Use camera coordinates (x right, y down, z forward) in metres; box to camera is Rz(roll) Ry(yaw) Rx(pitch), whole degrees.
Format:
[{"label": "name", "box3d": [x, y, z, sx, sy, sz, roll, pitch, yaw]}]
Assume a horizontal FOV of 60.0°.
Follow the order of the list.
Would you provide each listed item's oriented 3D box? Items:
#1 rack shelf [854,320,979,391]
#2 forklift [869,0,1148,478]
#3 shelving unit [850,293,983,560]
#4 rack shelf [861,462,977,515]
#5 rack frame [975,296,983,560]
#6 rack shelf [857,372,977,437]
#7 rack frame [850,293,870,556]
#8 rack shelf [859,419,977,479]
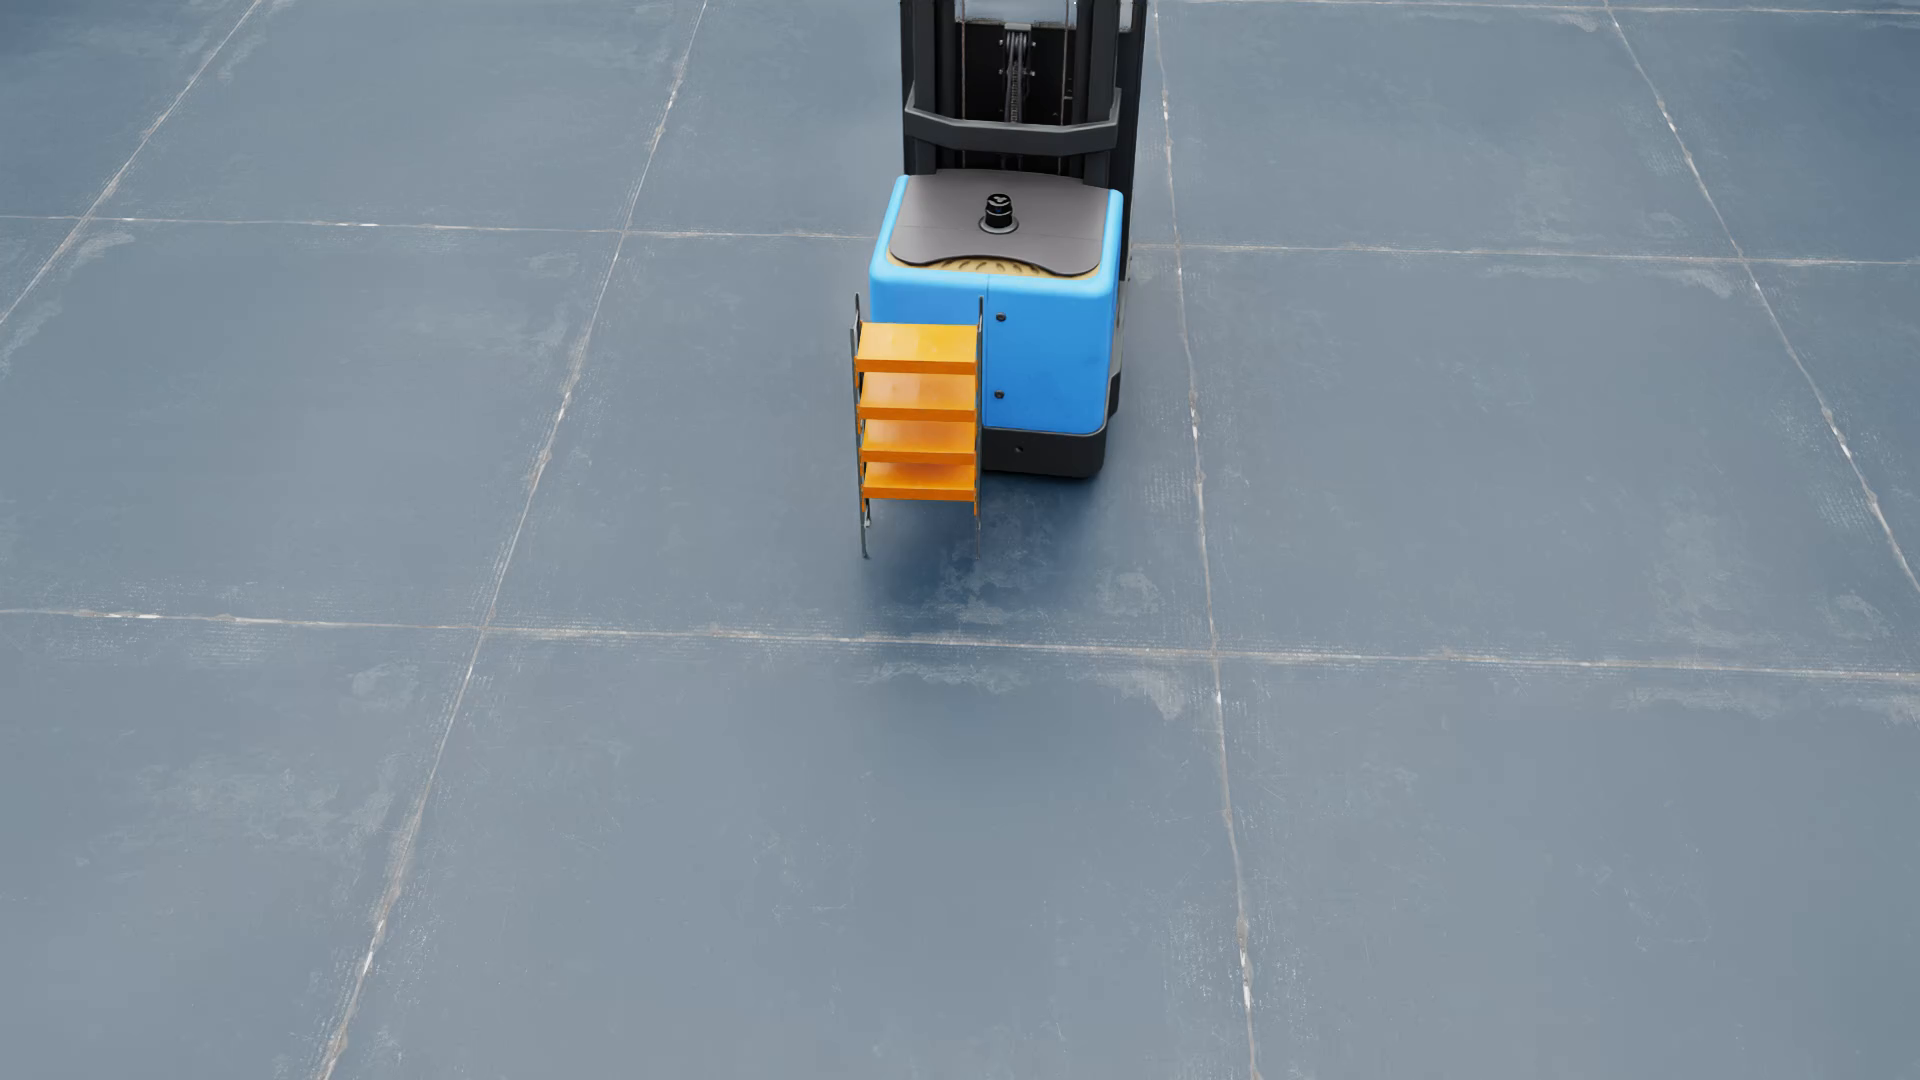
[{"label": "rack shelf", "box3d": [-0.165, -0.732, 6.579, 0.480, 0.148, 0.258, 2, 43, 2]}, {"label": "forklift", "box3d": [0.310, -2.360, 7.633, 1.130, 2.935, 3.031, 5, 43, 6]}, {"label": "shelving unit", "box3d": [-0.165, -0.444, 6.846, 0.503, 1.200, 0.258, 2, 43, 2]}, {"label": "rack shelf", "box3d": [-0.165, -0.250, 7.028, 0.480, 0.148, 0.258, 2, 43, 2]}, {"label": "rack frame", "box3d": [0.078, -0.437, 6.838, 0.015, 1.200, 0.240, 2, 43, 2]}, {"label": "rack shelf", "box3d": [-0.165, -0.559, 6.740, 0.480, 0.148, 0.258, 2, 43, 2]}, {"label": "rack frame", "box3d": [-0.409, -0.452, 6.855, 0.015, 1.200, 0.240, 2, 43, 2]}, {"label": "rack shelf", "box3d": [-0.165, -0.395, 6.892, 0.480, 0.148, 0.258, 2, 43, 2]}]
